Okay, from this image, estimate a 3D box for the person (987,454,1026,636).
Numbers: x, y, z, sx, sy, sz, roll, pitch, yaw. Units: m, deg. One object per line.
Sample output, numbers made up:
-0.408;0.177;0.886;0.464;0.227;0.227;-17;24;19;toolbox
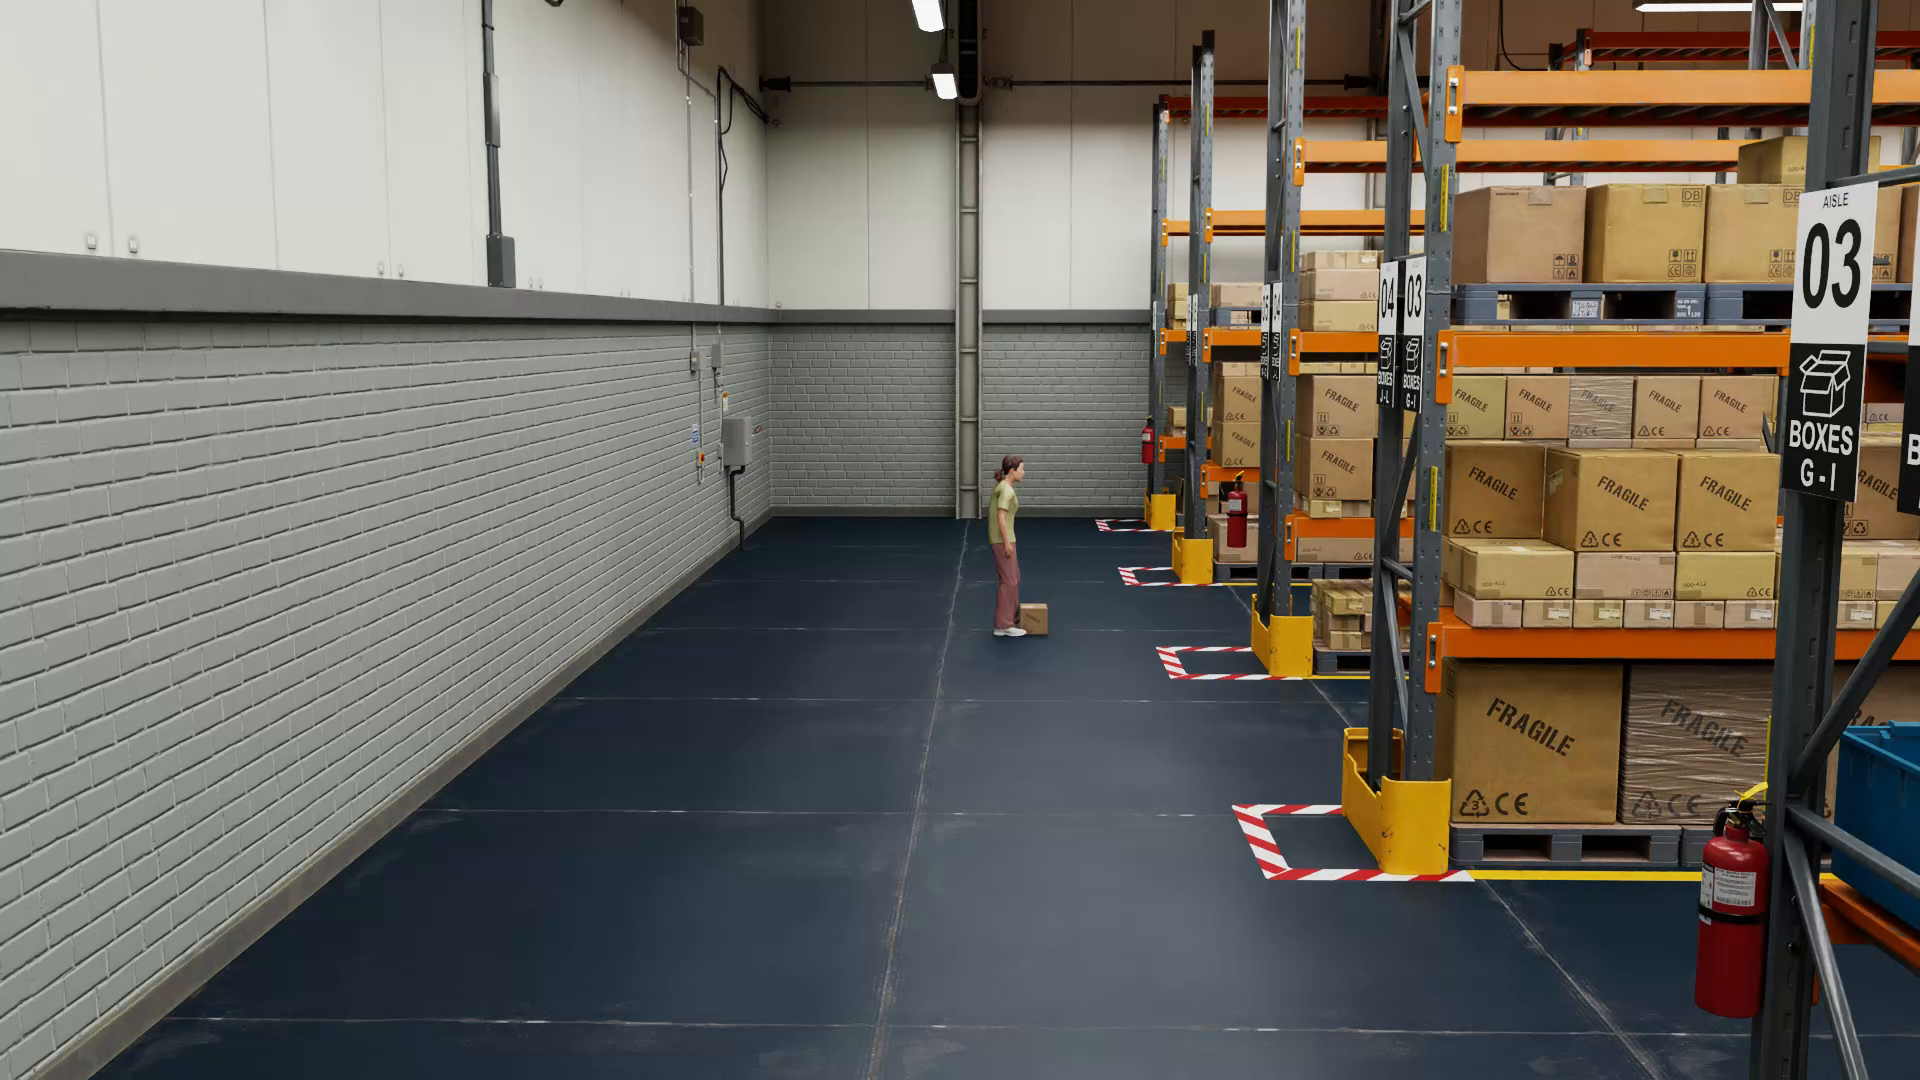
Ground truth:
0.465;0.037;15.498;0.416;1.671;0.509;0;7;-2;person
